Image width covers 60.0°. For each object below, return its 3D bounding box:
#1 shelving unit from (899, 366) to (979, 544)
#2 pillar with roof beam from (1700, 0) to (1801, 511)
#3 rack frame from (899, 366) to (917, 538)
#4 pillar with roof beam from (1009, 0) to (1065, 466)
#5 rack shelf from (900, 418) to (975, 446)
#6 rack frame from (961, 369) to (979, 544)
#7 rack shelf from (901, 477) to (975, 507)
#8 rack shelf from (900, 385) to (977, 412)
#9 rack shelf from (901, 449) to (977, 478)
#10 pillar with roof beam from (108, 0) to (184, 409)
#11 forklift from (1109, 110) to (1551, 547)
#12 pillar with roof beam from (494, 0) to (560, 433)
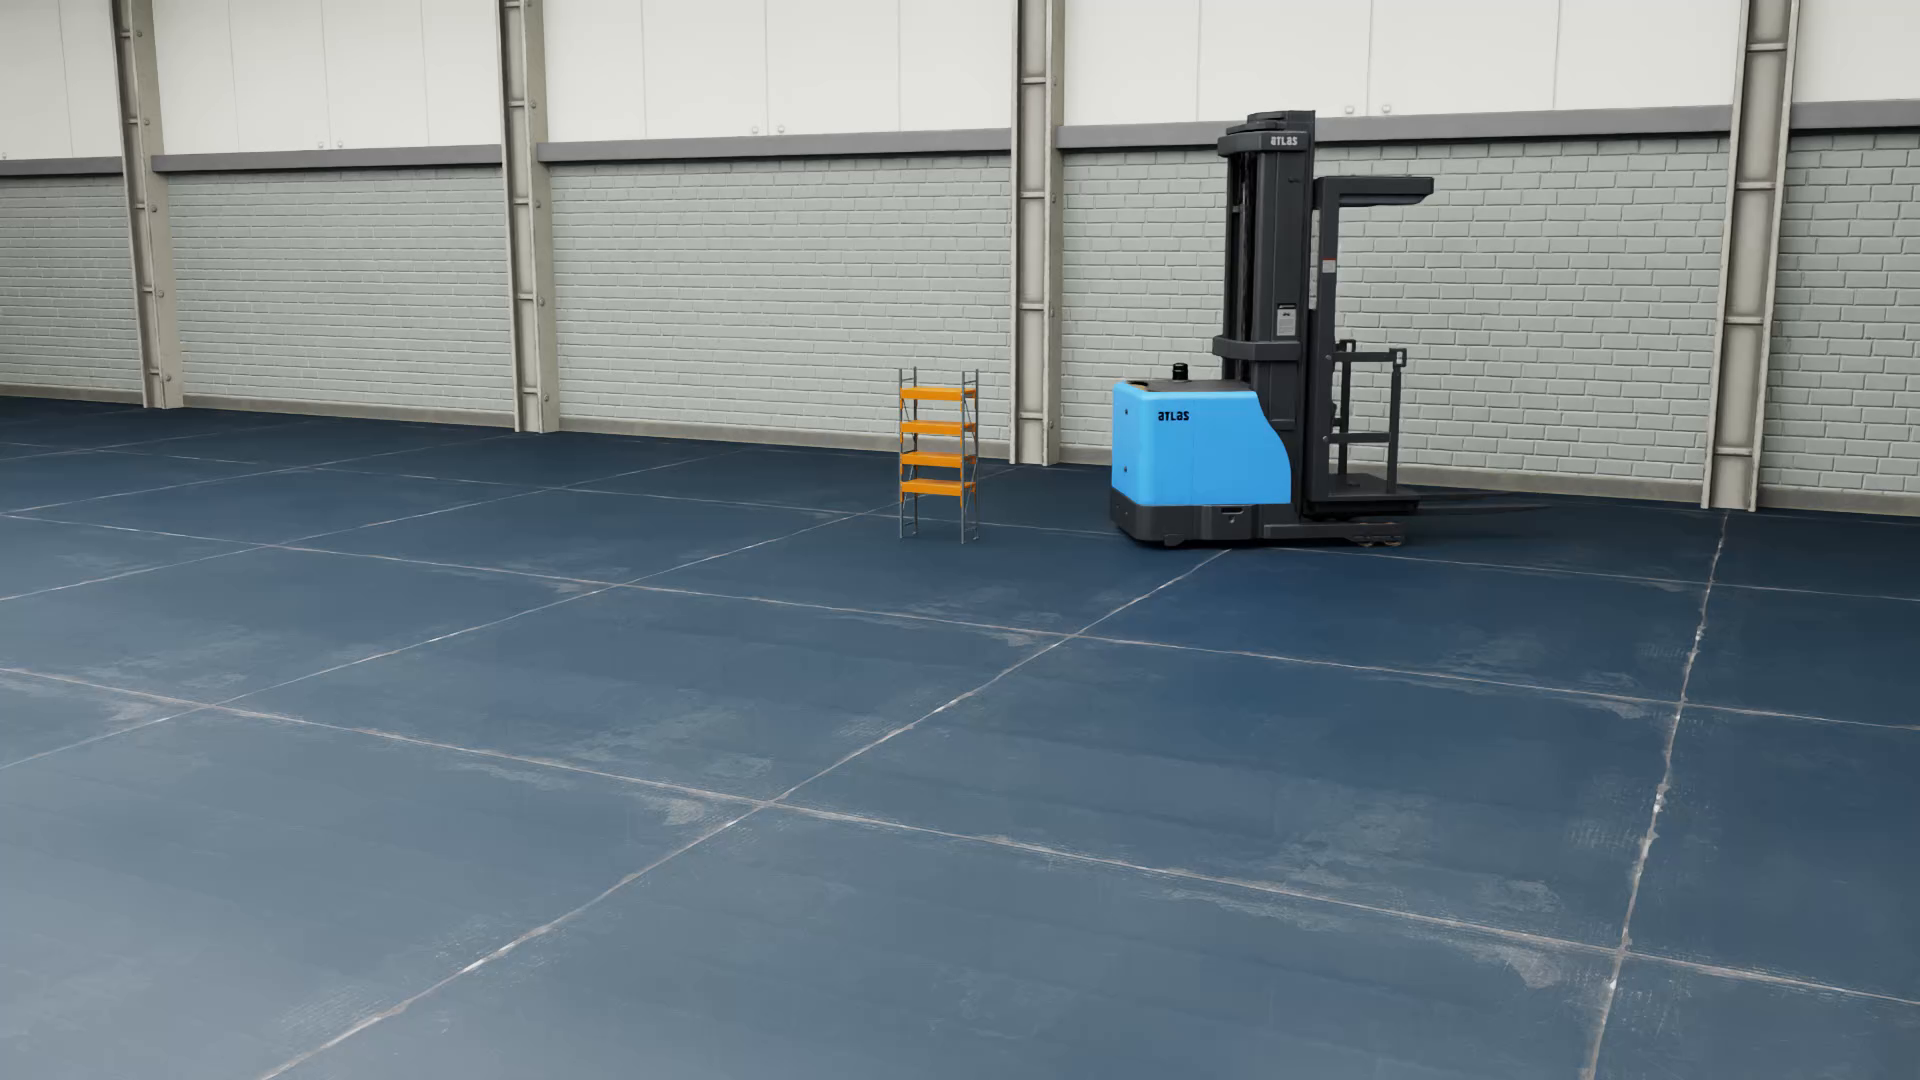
[{"bbox_3d":[-0.148,-0.603,11.695,0.503,1.200,0.258,5,11,26],"label":"shelving unit"},{"bbox_3d":[4.187,-4.002,8.576,0.400,9.000,9.100,5,11,26],"label":"pillar with roof beam"},{"bbox_3d":[-0.367,-0.623,11.802,0.015,1.200,0.240,5,11,26],"label":"rack frame"},{"bbox_3d":[-1.194,-4.475,11.188,0.400,9.000,9.100,5,11,26],"label":"pillar with roof beam"},{"bbox_3d":[-0.148,-0.757,11.668,0.480,0.148,0.258,5,11,26],"label":"rack shelf"},{"bbox_3d":[0.070,-0.584,11.589,0.015,1.200,0.240,5,11,26],"label":"rack frame"},{"bbox_3d":[-0.148,-0.342,11.743,0.480,0.148,0.258,5,11,26],"label":"rack shelf"},{"bbox_3d":[-0.148,-0.990,11.625,0.480,0.148,0.258,5,11,26],"label":"rack shelf"},{"bbox_3d":[-0.148,-0.537,11.707,0.480,0.148,0.258,5,11,26],"label":"rack shelf"},{"bbox_3d":[-11.955,-5.421,16.413,0.400,9.000,9.100,5,11,26],"label":"pillar with roof beam"},{"bbox_3d":[2.651,-1.488,11.722,3.031,2.935,1.130,-1,10,-7],"label":"forklift"},{"bbox_3d":[-6.574,-4.948,13.801,0.400,9.000,9.100,5,11,26],"label":"pillar with roof beam"}]
